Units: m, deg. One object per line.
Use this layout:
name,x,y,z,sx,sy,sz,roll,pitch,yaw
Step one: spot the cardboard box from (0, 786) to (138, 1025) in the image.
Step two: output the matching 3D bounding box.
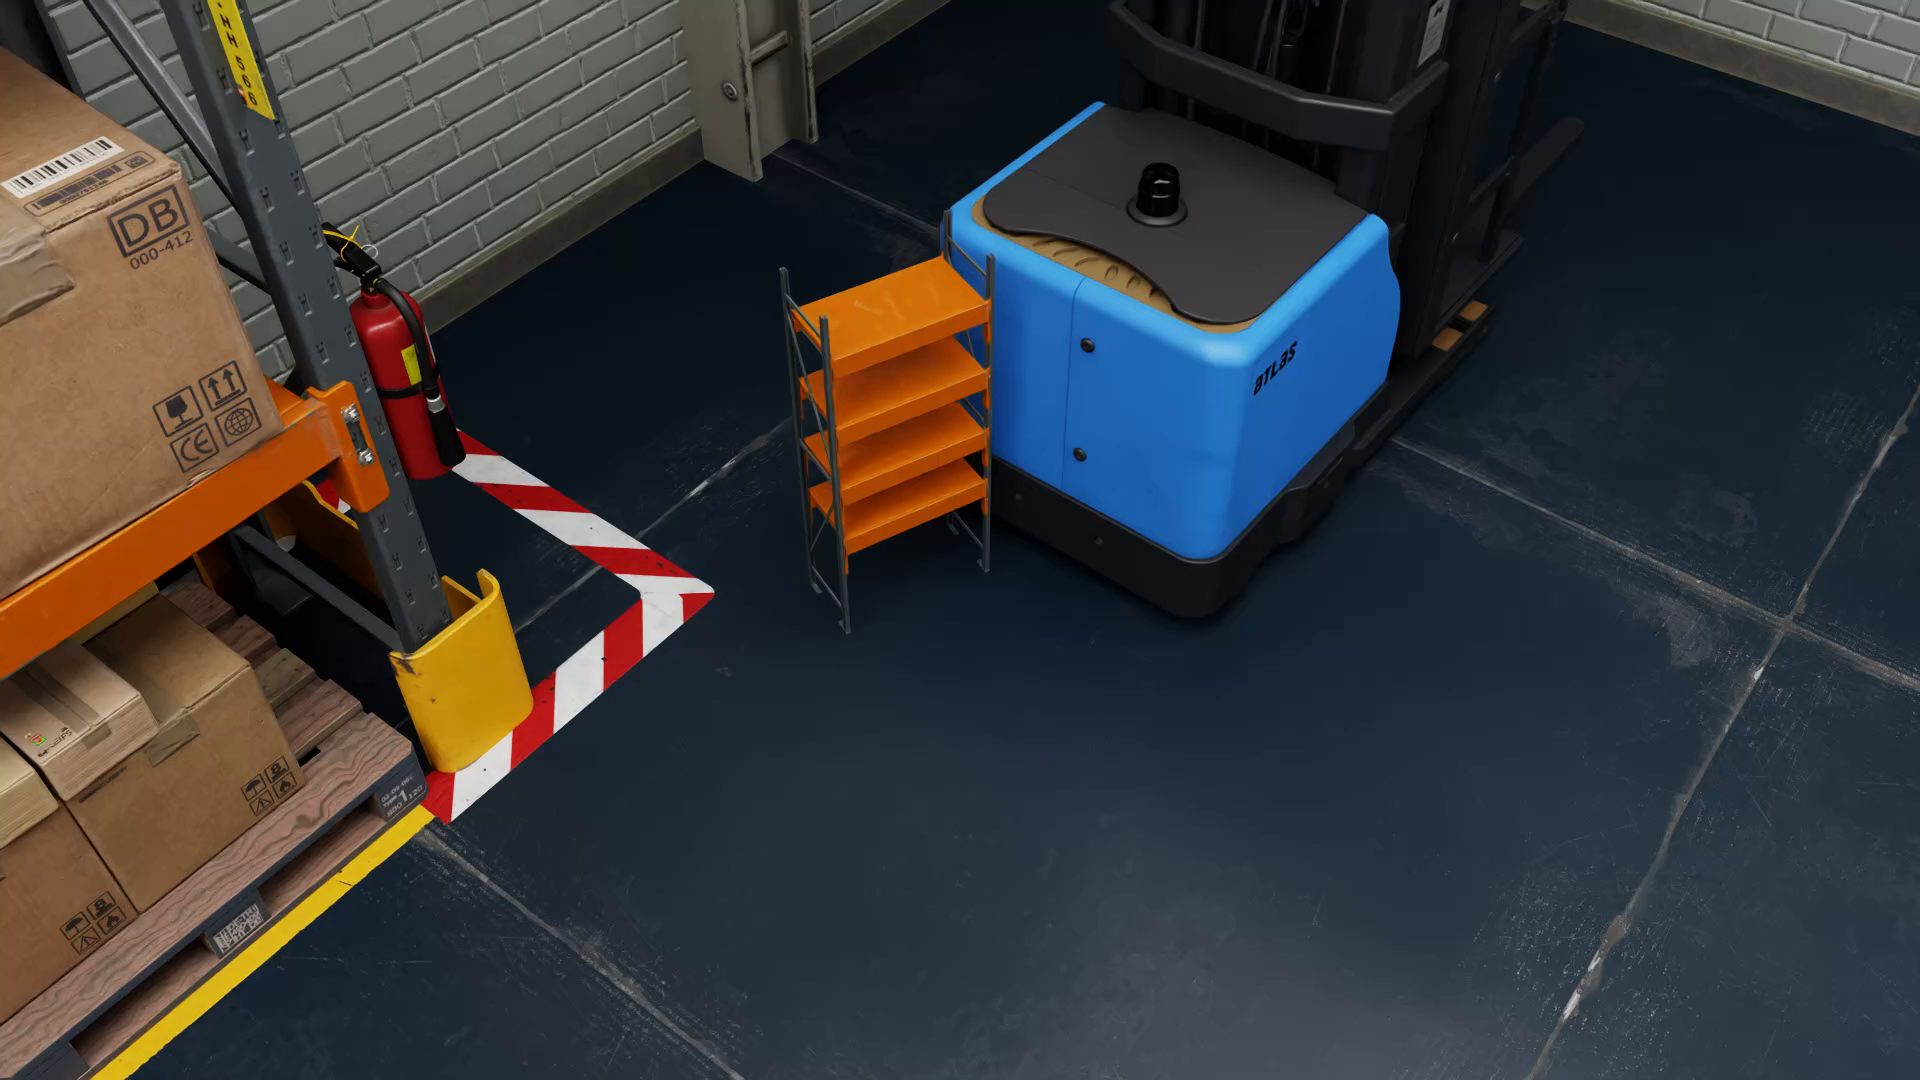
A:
cardboard box,-2.439,0.739,3.908,0.700,0.500,0.500,29,53,25

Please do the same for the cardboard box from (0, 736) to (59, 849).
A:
cardboard box,-2.223,0.529,3.660,0.380,0.149,0.250,31,54,26

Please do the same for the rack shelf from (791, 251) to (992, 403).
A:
rack shelf,-0.186,-0.571,4.422,0.480,0.148,0.258,-23,51,-21

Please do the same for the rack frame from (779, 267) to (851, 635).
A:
rack frame,-0.395,-0.208,4.619,0.015,1.200,0.240,-23,51,-21

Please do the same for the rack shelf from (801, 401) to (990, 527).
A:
rack shelf,-0.186,-0.253,4.755,0.480,0.148,0.258,-23,51,-21

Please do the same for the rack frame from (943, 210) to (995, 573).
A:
rack frame,0.023,-0.390,4.793,0.015,1.200,0.240,-23,51,-21

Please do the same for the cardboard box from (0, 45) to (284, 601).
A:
cardboard box,-2.088,-0.518,3.463,0.980,0.700,0.700,32,54,27

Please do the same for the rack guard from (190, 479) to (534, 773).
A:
rack guard,-1.769,0.139,4.771,1.175,0.500,0.348,29,53,25

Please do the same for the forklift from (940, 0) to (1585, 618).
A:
forklift,1.241,-1.791,4.934,1.130,2.935,3.031,30,53,26

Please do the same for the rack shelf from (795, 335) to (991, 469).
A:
rack shelf,-0.186,-0.407,4.593,0.480,0.148,0.258,-23,51,-21

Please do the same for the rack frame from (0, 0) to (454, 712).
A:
rack frame,-1.784,-0.710,3.854,1.000,3.000,0.127,29,53,25

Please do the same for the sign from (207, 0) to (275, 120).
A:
sign,-1.363,-0.944,3.113,0.100,0.325,0.005,29,53,25

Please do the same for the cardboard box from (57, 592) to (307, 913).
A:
cardboard box,-2.133,0.453,4.181,0.700,0.500,0.500,29,53,25

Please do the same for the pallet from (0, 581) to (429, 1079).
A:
pallet,-2.211,0.745,4.393,1.003,0.211,1.213,29,53,25

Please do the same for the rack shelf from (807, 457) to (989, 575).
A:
rack shelf,-0.186,-0.116,4.898,0.480,0.148,0.258,-23,51,-21

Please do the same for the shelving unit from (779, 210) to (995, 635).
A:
shelving unit,-0.186,-0.299,4.706,0.503,1.200,0.258,-23,51,-21

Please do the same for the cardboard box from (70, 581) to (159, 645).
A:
cardboard box,-2.215,0.069,4.100,0.380,0.149,0.250,30,53,25

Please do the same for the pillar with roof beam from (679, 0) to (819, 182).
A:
pillar with roof beam,2.589,-2.807,1.708,9.100,9.000,0.400,29,53,25

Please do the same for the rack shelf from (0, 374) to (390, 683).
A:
rack shelf,-3.007,0.682,3.021,1.077,0.370,4.000,29,53,25

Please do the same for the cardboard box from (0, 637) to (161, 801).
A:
cardboard box,-2.067,0.383,3.800,0.380,0.149,0.250,29,53,25

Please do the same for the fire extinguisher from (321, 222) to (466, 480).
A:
fire extinguisher,-1.327,-0.437,3.905,0.296,0.674,0.183,29,53,25
